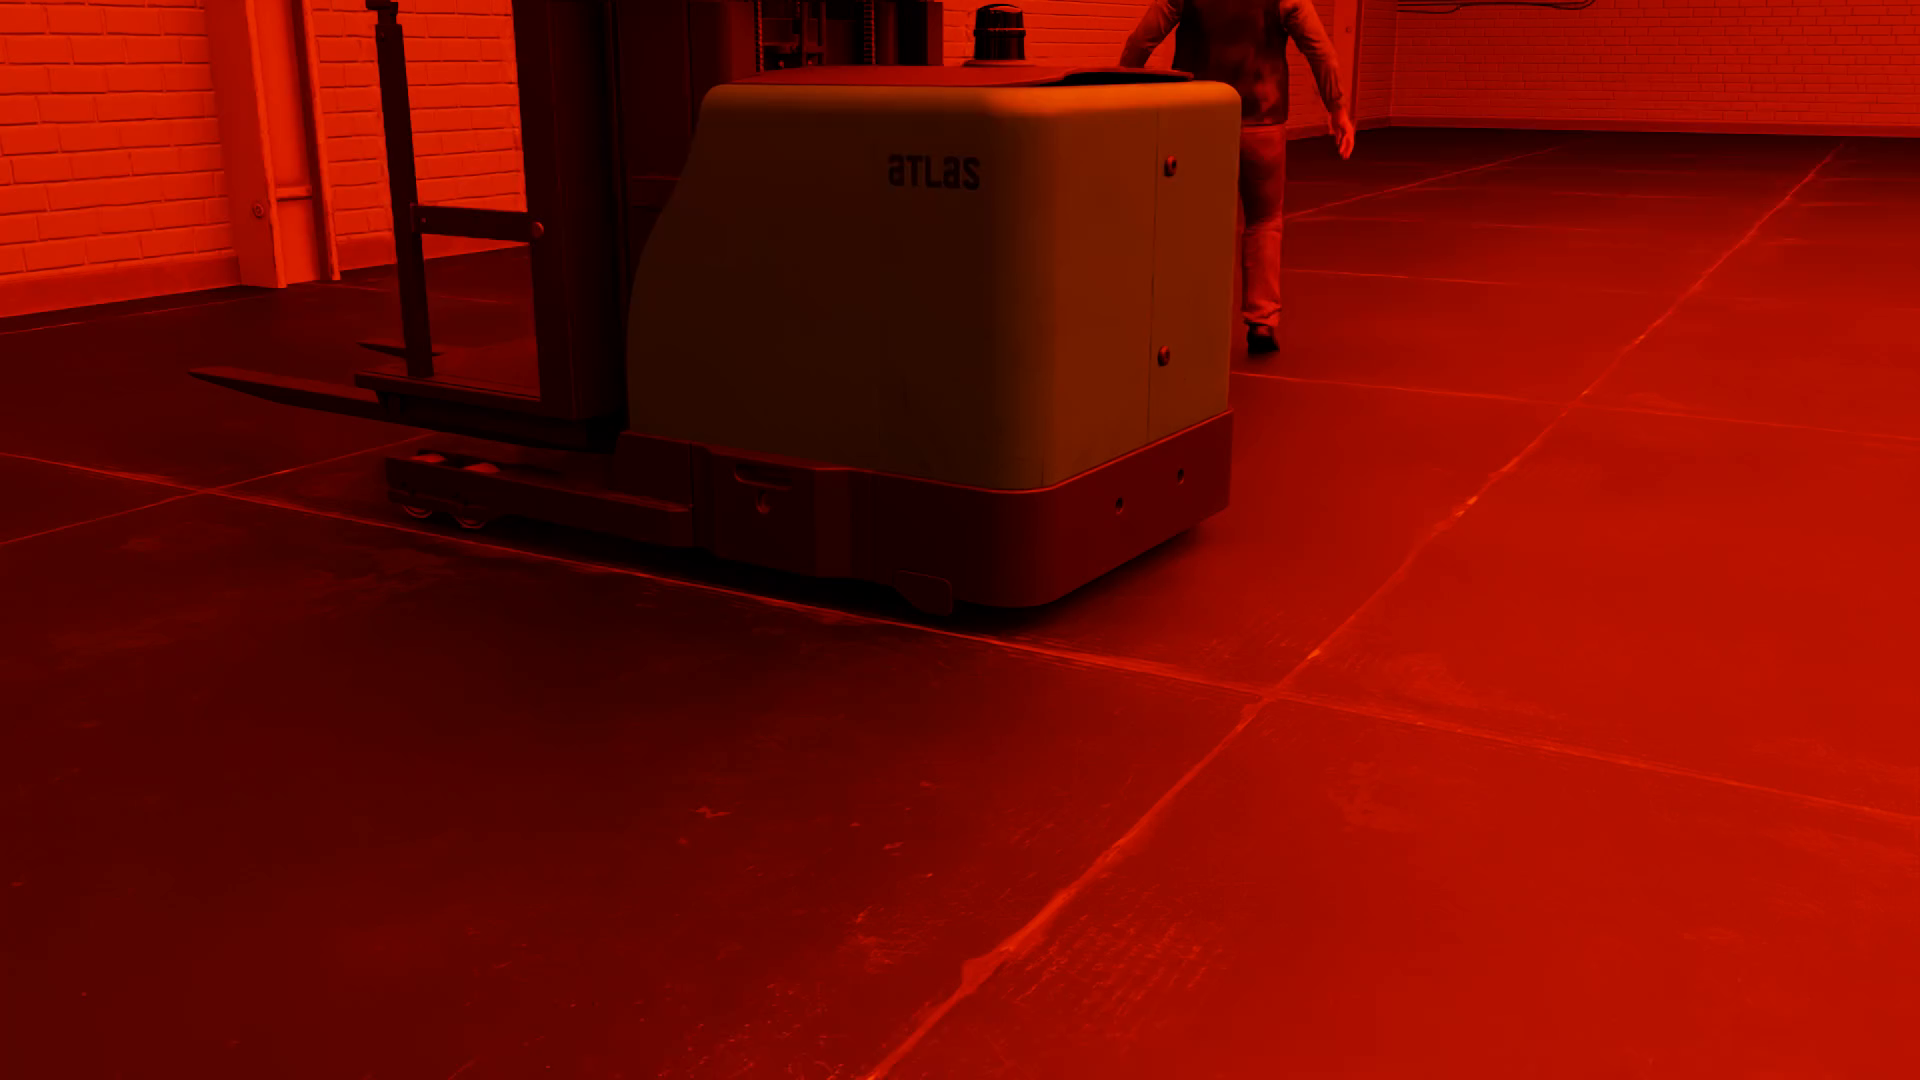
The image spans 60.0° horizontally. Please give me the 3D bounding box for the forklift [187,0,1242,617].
[{"bbox_3d":[-0.854,-1.545,4.098,3.031,2.935,1.130,10,19,31],"label":"forklift"}]

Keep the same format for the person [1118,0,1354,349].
[{"bbox_3d":[1.023,-1.527,6.316,0.927,1.748,0.519,3,17,11],"label":"person"}]
